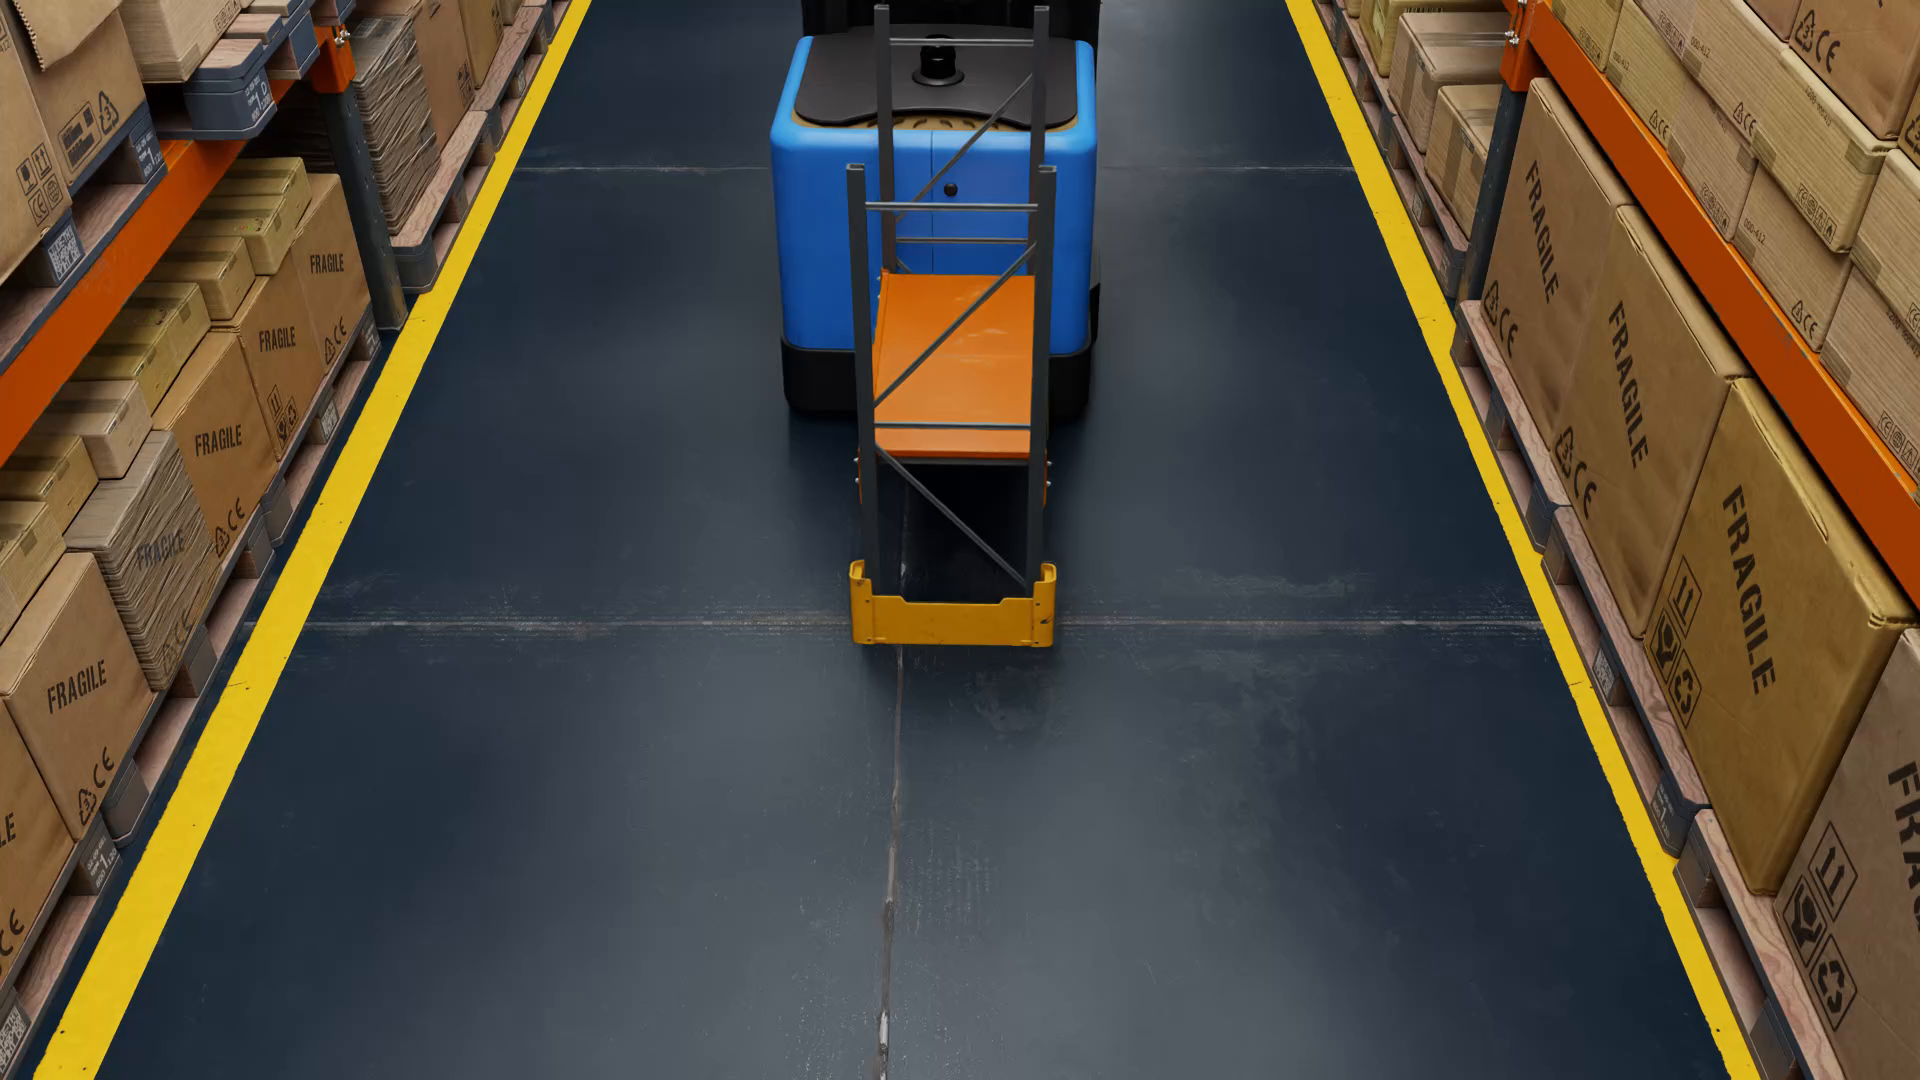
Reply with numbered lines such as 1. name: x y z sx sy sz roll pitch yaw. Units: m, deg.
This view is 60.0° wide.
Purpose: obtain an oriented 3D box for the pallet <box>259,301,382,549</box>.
1. pallet: -2.628 -0.427 5.615 1.003 0.211 1.213 0 39 0

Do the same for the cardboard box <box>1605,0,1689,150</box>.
1. cardboard box: 2.140 -1.303 4.597 0.500 0.250 0.500 -1 39 -1

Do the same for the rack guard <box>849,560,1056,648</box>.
1. rack guard: -0.020 0.186 4.818 0.587 0.250 0.087 1 39 1

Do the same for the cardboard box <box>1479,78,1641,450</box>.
1. cardboard box: 2.290 -0.891 5.327 0.875 0.875 0.875 0 39 0

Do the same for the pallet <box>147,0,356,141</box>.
1. pallet: -2.520 -1.484 4.856 1.213 0.211 1.003 0 39 0

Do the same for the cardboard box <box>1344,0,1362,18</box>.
1. cardboard box: 2.375 -2.851 8.174 0.950 0.372 0.625 2 39 3

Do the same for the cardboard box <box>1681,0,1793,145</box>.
1. cardboard box: 2.114 -1.173 4.035 0.500 0.250 0.500 0 39 0

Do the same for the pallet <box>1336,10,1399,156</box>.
1. pallet: 2.375 -2.150 7.764 1.003 0.211 1.213 0 39 0

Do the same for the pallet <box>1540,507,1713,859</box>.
1. pallet: 2.297 0.354 4.640 1.003 0.211 1.213 0 39 0

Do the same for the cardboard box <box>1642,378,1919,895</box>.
1. cardboard box: 2.288 0.226 3.933 0.875 0.875 0.875 1 39 1

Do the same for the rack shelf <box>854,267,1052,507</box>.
1. rack shelf: -0.008 -0.478 4.935 0.538 0.185 1.000 1 39 1

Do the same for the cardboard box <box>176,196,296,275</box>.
1. cardboard box: -2.306 -0.945 5.175 0.380 0.149 0.250 -2 39 -2

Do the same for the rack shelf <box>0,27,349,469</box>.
1. rack shelf: -2.589 -0.451 3.990 1.077 0.370 4.000 0 39 0

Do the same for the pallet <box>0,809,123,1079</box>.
1. pallet: -2.625 1.098 3.711 1.003 0.211 1.213 0 39 0

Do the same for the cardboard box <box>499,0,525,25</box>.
1. cardboard box: -2.591 -2.910 8.045 0.875 0.625 0.625 0 39 0

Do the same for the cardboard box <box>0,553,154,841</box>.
1. cardboard box: -2.369 0.383 4.037 0.500 0.500 0.500 -1 39 -1

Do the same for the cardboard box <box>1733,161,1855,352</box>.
1. cardboard box: 2.139 -0.666 3.802 0.500 0.250 0.500 0 39 0

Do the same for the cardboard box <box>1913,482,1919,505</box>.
1. cardboard box: 2.125 -0.027 3.005 0.500 0.250 0.500 -1 39 -1

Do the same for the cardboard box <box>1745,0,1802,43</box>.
1. cardboard box: 2.124 -1.475 3.813 0.500 0.500 0.500 1 39 1

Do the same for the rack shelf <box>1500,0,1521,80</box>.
1. rack shelf: 2.370 -2.958 7.118 1.077 0.370 4.000 0 39 0

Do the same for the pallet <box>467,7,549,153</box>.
1. pallet: -2.551 -2.170 7.789 1.003 0.211 1.213 0 39 0

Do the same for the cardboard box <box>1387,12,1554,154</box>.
1. cardboard box: 2.373 -1.942 7.040 0.950 0.372 0.625 -1 39 -1

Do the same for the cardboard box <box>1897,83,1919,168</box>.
1. cardboard box: 2.137 -0.836 3.015 0.500 0.500 0.500 1 39 1

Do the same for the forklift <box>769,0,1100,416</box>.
1. forklift: -0.022 -2.466 5.983 1.130 2.935 3.031 2 39 2

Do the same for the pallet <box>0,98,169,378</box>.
1. pallet: -2.584 -0.691 3.868 1.003 0.211 1.213 0 39 0

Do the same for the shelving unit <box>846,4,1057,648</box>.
1. shelving unit: -0.008 -0.613 4.816 0.587 1.500 1.083 1 39 1

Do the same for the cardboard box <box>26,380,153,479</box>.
1. cardboard box: -2.364 -0.286 4.353 0.380 0.149 0.250 -2 39 -2

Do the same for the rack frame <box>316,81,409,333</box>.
1. rack frame: -2.591 -1.983 5.325 1.000 3.000 0.127 0 39 0

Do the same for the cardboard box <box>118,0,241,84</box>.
1. cardboard box: -2.266 -1.428 4.418 0.500 0.250 0.500 -2 39 -2

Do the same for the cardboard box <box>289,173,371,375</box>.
1. cardboard box: -2.376 -0.907 5.646 0.500 0.500 0.500 1 39 1

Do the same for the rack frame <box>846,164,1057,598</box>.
1. rack frame: -0.020 -0.301 4.426 0.500 1.500 0.032 1 39 1

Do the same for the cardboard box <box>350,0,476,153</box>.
1. cardboard box: -2.587 -2.018 6.933 0.875 0.625 0.625 1 39 1

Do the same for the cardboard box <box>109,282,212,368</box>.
1. cardboard box: -2.395 -0.615 4.763 0.380 0.149 0.250 1 39 1

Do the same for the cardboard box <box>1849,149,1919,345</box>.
1. cardboard box: 2.119 -0.536 3.240 0.500 0.250 0.500 1 39 1

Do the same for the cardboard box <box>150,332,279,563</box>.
1. cardboard box: -2.382 -0.266 4.847 0.500 0.500 0.500 2 39 2

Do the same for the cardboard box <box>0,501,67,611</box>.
1. cardboard box: -2.385 0.036 3.950 0.380 0.149 0.250 1 39 2

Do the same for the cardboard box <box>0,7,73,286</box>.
1. cardboard box: -2.365 -0.801 3.436 0.700 0.500 0.500 0 39 0
